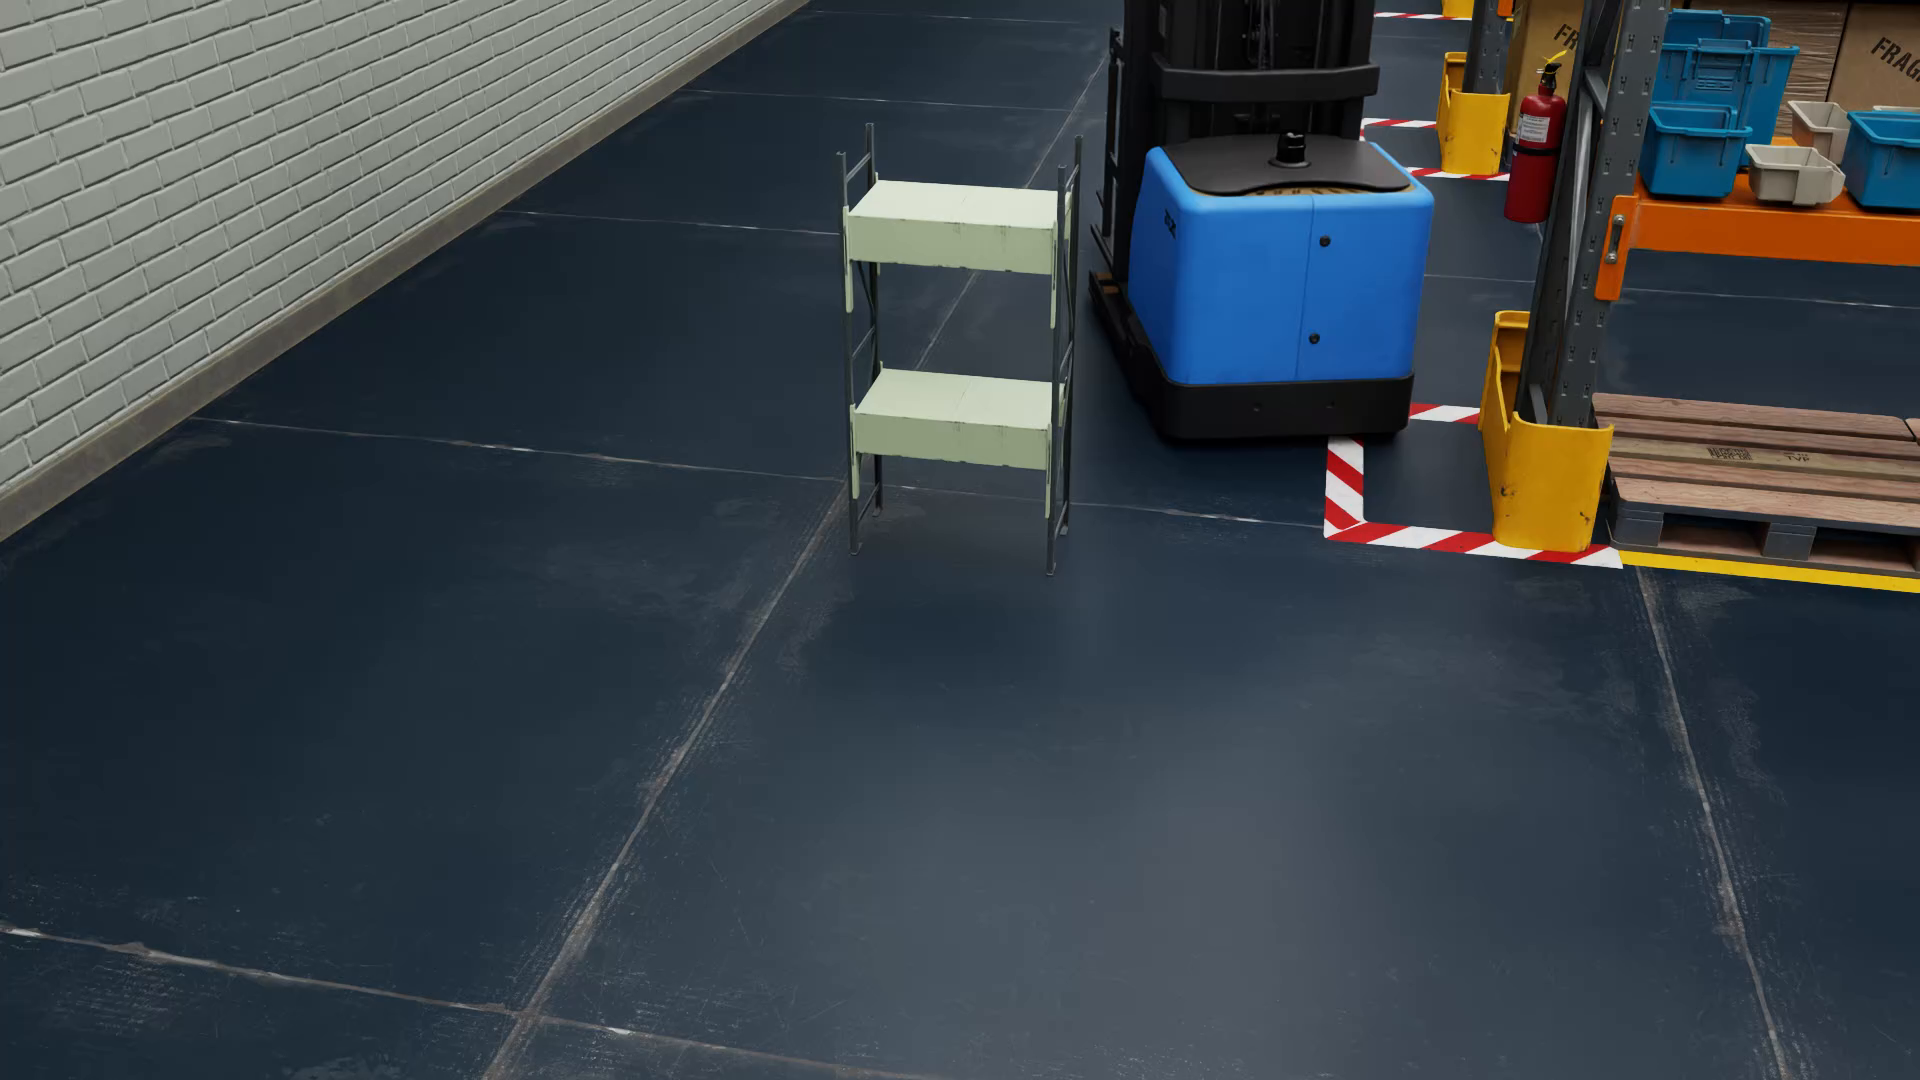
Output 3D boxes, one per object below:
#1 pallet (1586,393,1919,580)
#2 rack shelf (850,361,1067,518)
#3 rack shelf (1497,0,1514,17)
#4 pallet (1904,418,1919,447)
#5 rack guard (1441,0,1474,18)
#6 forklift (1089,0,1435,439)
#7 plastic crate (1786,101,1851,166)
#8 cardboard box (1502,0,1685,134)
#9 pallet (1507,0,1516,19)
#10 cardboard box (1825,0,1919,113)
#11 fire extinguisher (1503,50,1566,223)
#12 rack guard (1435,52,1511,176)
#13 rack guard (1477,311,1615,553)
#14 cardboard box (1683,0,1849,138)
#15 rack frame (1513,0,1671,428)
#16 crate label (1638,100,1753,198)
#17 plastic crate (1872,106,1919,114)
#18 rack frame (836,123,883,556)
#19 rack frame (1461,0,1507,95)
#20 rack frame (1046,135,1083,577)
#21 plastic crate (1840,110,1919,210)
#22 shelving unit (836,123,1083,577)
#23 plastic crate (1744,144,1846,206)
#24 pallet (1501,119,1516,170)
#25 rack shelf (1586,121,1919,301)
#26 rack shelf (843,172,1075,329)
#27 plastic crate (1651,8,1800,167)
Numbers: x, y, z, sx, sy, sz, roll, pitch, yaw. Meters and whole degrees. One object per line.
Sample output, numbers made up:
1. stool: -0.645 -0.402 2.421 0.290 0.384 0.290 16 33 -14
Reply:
1. pallet: 3.112 -0.232 6.453 1.213 0.211 1.003 6 29 11
2. rack shelf: 0.007 -0.371 6.045 0.720 0.370 0.431 6 29 11
3. rack shelf: 5.304 -3.366 10.023 4.000 0.370 1.077 6 29 11
4. pallet: 4.302 -0.108 6.228 1.213 0.211 1.003 6 29 11
5. rack guard: 4.557 -5.097 15.039 0.348 0.500 1.175 6 29 11
6. forklift: 1.243 -2.378 7.542 1.130 2.935 3.031 -2 29 -4
7. plastic crate: 3.149 -1.470 6.023 0.243 0.136 0.396 6 29 11
8. cardboard box: 3.991 -3.107 10.577 0.875 0.875 0.875 6 29 11
9. pallet: 5.344 -4.872 14.929 1.213 0.211 1.003 6 29 11
10. cardboard box: 5.751 -2.927 10.248 0.875 0.875 0.875 6 29 11
11. fire extinguisher: 2.261 -1.587 6.493 0.183 0.674 0.296 6 29 11
12. rack guard: 3.325 -2.788 10.821 0.348 0.500 1.175 6 29 11
13. rack guard: 2.288 -0.455 6.561 0.348 0.500 1.175 6 29 11
14. cardboard box: 4.881 -3.016 10.411 0.875 0.875 0.875 6 29 11
15. rack frame: 2.314 -1.556 5.968 0.127 3.000 1.000 6 29 11
16. crate label: 2.486 -1.329 5.666 0.303 0.233 0.416 6 29 11
17. plastic crate: 3.429 -1.434 5.957 0.243 0.136 0.396 6 29 11
18. rack frame: -0.351 -0.694 5.956 0.023 1.500 0.400 6 29 11
19. rack frame: 3.348 -3.882 10.217 0.127 3.000 1.000 6 29 11
20. rack frame: 0.364 -0.620 5.822 0.023 1.500 0.400 6 29 11
21. plastic crate: 3.130 -1.263 5.545 0.300 0.233 0.416 6 29 11
22. shelving unit: 0.007 -0.657 5.889 0.755 1.500 0.431 6 29 11
23. plastic crate: 2.783 -1.216 5.559 0.298 0.136 0.250 6 29 11
24. pallet: 4.146 -2.615 10.807 1.213 0.211 1.003 6 29 11
25. rack shelf: 4.270 -1.040 5.774 4.000 0.370 1.077 6 29 11
26. rack shelf: 0.007 -1.000 5.701 0.720 0.370 0.431 6 29 11
27. plastic crate: 2.680 -1.652 6.044 0.499 0.435 0.616 6 29 11
